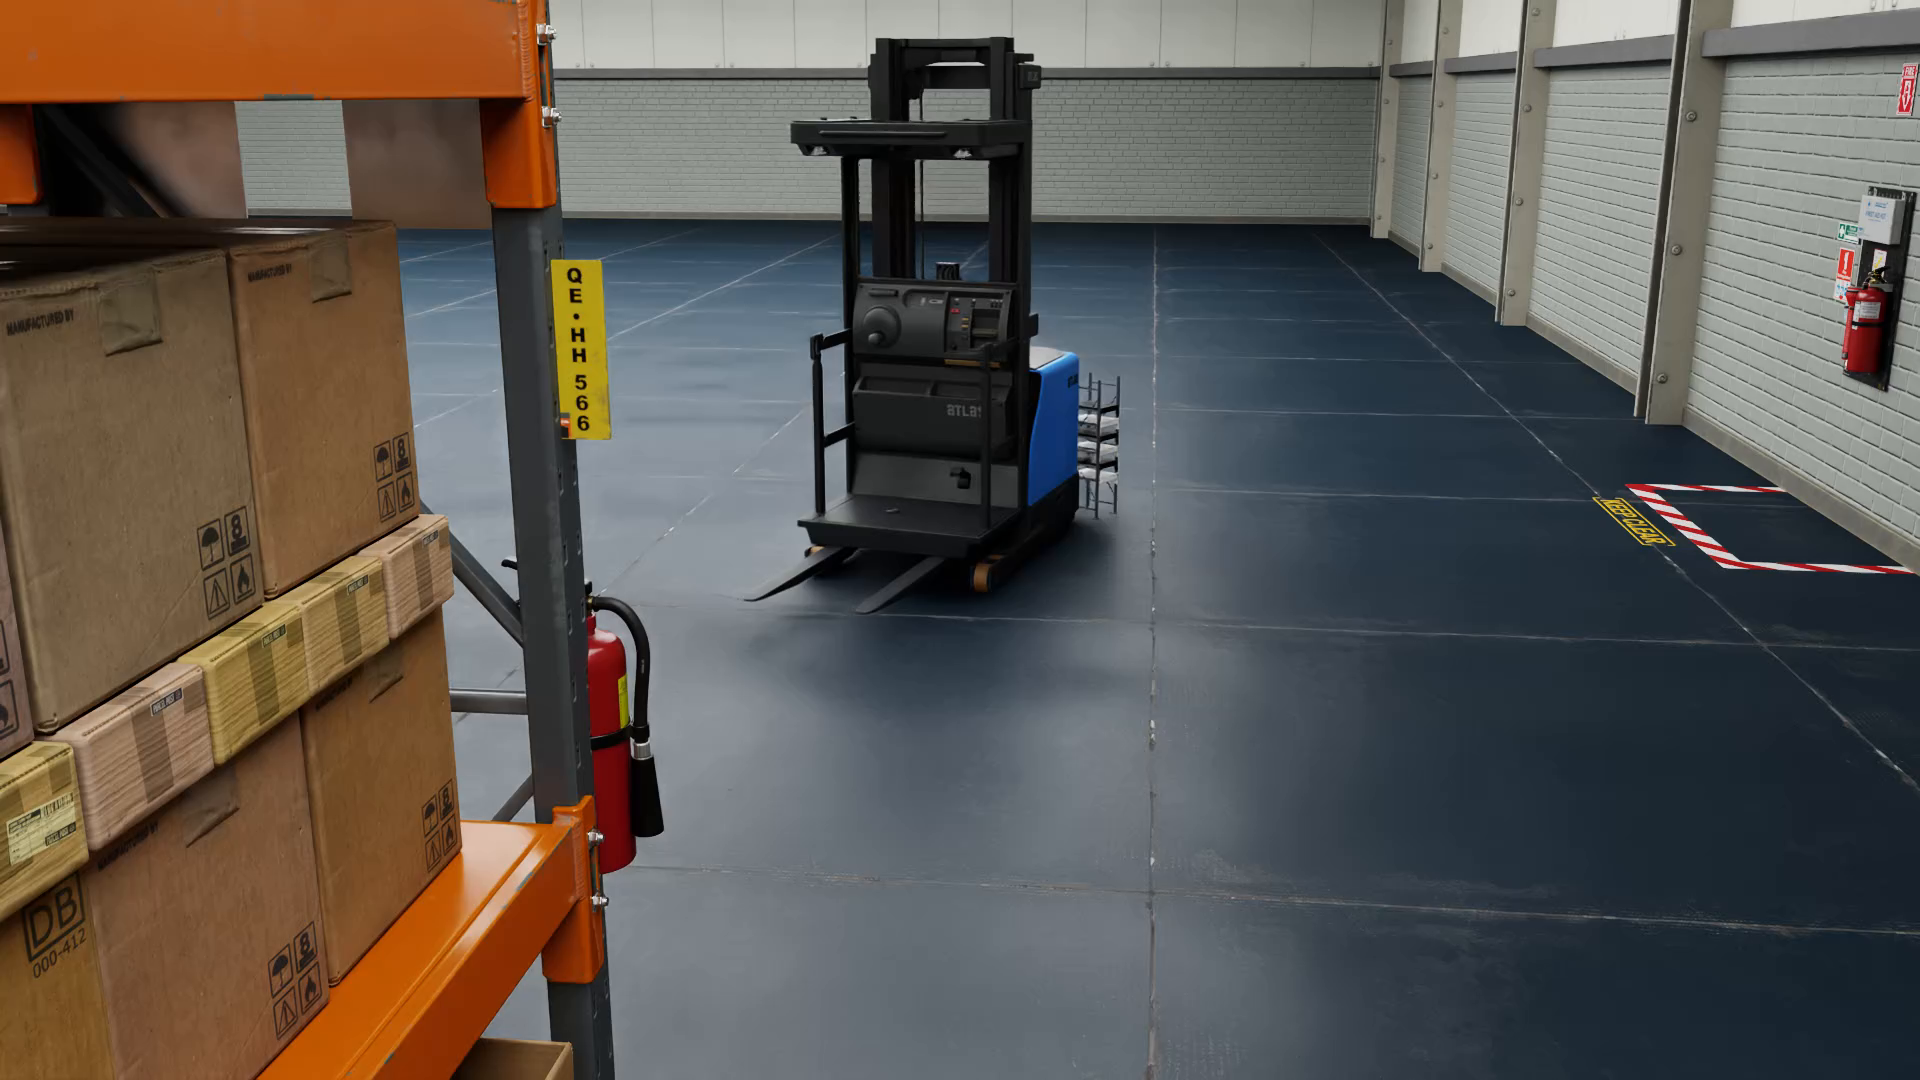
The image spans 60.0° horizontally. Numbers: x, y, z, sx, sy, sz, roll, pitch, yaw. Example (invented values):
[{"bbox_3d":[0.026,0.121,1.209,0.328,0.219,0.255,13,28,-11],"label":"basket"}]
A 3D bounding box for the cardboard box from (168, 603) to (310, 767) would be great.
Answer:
[{"bbox_3d":[-1.137,0.189,2.283,0.380,0.149,0.250,1,15,5],"label":"cardboard box"}]

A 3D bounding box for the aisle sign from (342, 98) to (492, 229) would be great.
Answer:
[{"bbox_3d":[-0.927,-0.952,2.956,0.394,0.787,0.004,2,15,6],"label":"aisle sign"}]

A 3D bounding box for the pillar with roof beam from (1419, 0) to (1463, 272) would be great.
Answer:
[{"bbox_3d":[2.908,-8.584,24.669,9.100,9.000,0.400,2,15,6],"label":"pillar with roof beam"}]

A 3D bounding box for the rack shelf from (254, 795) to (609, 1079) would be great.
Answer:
[{"bbox_3d":[-1.452,1.177,1.440,1.077,0.370,4.000,2,15,6],"label":"rack shelf"}]

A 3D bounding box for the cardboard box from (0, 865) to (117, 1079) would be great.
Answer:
[{"bbox_3d":[-1.408,0.649,1.825,0.700,0.500,0.500,2,15,7],"label":"cardboard box"}]

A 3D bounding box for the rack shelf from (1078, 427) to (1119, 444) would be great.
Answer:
[{"bbox_3d":[0.857,-0.659,10.657,0.258,0.077,0.200,13,20,39],"label":"rack shelf"}]

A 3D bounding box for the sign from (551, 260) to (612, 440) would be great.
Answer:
[{"bbox_3d":[-0.688,-0.342,3.010,0.100,0.325,0.005,2,15,6],"label":"sign"}]

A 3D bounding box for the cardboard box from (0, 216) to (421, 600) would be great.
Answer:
[{"bbox_3d":[-1.297,-0.229,2.585,0.700,0.500,0.500,2,15,6],"label":"cardboard box"}]

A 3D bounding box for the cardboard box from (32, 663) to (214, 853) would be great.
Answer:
[{"bbox_3d":[-1.167,0.254,2.042,0.380,0.149,0.250,2,15,7],"label":"cardboard box"}]

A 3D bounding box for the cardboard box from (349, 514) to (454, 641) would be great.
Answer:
[{"bbox_3d":[-1.080,0.055,2.779,0.380,0.149,0.250,1,15,5],"label":"cardboard box"}]

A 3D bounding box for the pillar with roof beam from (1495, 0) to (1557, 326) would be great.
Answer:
[{"bbox_3d":[2.231,-7.028,18.914,9.100,9.000,0.400,2,15,6],"label":"pillar with roof beam"}]

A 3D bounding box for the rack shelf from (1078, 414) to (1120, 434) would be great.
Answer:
[{"bbox_3d":[0.857,-0.745,10.633,0.258,0.077,0.200,13,20,39],"label":"rack shelf"}]

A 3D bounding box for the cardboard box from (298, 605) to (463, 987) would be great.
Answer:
[{"bbox_3d":[-1.291,0.384,2.805,0.700,0.500,0.500,2,15,6],"label":"cardboard box"}]

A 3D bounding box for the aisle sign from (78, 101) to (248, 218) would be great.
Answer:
[{"bbox_3d":[-1.523,-0.970,3.021,0.394,0.787,0.004,2,15,6],"label":"aisle sign"}]

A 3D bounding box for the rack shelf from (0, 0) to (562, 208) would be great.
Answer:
[{"bbox_3d":[-1.452,-0.271,1.048,1.077,0.370,4.000,2,15,6],"label":"rack shelf"}]

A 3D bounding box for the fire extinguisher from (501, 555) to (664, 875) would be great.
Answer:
[{"bbox_3d":[-0.751,0.332,3.337,0.296,0.674,0.183,2,15,6],"label":"fire extinguisher"}]

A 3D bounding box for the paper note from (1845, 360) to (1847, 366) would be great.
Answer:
[{"bbox_3d":[5.559,-1.151,10.361,0.016,0.148,0.142,2,15,6],"label":"paper note"}]

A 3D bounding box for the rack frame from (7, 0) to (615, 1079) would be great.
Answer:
[{"bbox_3d":[-1.223,0.311,3.264,0.949,2.616,0.053,2,15,6],"label":"rack frame"}]

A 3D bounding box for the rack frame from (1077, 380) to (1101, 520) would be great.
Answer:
[{"bbox_3d":[0.791,-0.584,10.597,0.240,0.900,0.006,13,20,39],"label":"rack frame"}]

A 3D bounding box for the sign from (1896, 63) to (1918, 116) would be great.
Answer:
[{"bbox_3d":[5.571,-2.651,9.778,0.001,0.298,0.199,2,15,6],"label":"sign"}]

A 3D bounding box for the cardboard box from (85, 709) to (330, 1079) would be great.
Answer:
[{"bbox_3d":[-1.346,0.520,2.301,0.700,0.500,0.500,2,15,8],"label":"cardboard box"}]

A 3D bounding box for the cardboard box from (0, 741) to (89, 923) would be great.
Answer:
[{"bbox_3d":[-1.197,0.322,1.790,0.380,0.149,0.250,2,15,8],"label":"cardboard box"}]

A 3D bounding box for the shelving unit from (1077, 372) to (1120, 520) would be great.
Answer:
[{"bbox_3d":[0.857,-0.604,10.671,0.258,0.900,0.210,13,20,39],"label":"shelving unit"}]

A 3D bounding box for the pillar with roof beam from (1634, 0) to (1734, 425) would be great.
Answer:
[{"bbox_3d":[1.553,-5.472,13.159,9.100,9.000,0.400,2,15,6],"label":"pillar with roof beam"}]

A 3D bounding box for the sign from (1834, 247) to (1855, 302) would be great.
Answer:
[{"bbox_3d":[5.636,-1.690,10.598,0.001,0.329,0.234,2,15,6],"label":"sign"}]

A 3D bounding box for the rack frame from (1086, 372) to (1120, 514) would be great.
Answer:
[{"bbox_3d":[0.924,-0.624,10.746,0.240,0.900,0.006,13,20,39],"label":"rack frame"}]

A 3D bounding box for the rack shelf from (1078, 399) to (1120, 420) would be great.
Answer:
[{"bbox_3d":[0.857,-0.832,10.610,0.258,0.077,0.200,13,20,39],"label":"rack shelf"}]

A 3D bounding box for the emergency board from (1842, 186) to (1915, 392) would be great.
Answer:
[{"bbox_3d":[5.471,-1.533,10.084,0.194,1.169,0.643,2,15,6],"label":"emergency board"}]

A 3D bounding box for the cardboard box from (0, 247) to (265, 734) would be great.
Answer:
[{"bbox_3d":[-1.351,-0.092,2.080,0.700,0.500,0.500,1,15,5],"label":"cardboard box"}]

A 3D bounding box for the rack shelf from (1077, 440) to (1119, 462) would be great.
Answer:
[{"bbox_3d":[0.857,-0.572,10.680,0.258,0.077,0.200,13,20,39],"label":"rack shelf"}]

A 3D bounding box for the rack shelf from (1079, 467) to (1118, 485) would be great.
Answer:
[{"bbox_3d":[0.857,-0.398,10.727,0.258,0.077,0.200,13,20,39],"label":"rack shelf"}]

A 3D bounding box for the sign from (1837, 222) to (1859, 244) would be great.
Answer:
[{"bbox_3d":[5.626,-1.945,10.526,0.001,0.109,0.331,2,15,6],"label":"sign"}]

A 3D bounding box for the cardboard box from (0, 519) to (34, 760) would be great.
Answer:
[{"bbox_3d":[-1.407,0.038,1.596,0.700,0.500,0.500,2,15,6],"label":"cardboard box"}]

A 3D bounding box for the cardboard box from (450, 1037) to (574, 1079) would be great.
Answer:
[{"bbox_3d":[-0.991,1.222,2.924,0.500,0.500,0.500,2,15,6],"label":"cardboard box"}]

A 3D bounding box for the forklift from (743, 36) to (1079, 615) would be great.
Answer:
[{"bbox_3d":[-0.232,-1.246,9.155,1.130,2.935,3.031,6,16,20],"label":"forklift"}]

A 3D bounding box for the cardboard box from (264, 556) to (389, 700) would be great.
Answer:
[{"bbox_3d":[-1.108,0.123,2.528,0.380,0.149,0.250,2,15,8],"label":"cardboard box"}]

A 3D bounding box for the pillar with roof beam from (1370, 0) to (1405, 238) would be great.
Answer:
[{"bbox_3d":[3.585,-10.140,30.424,9.100,9.000,0.400,2,15,6],"label":"pillar with roof beam"}]

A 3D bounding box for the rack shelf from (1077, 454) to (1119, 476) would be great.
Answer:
[{"bbox_3d":[0.857,-0.485,10.704,0.258,0.077,0.200,13,20,39],"label":"rack shelf"}]
